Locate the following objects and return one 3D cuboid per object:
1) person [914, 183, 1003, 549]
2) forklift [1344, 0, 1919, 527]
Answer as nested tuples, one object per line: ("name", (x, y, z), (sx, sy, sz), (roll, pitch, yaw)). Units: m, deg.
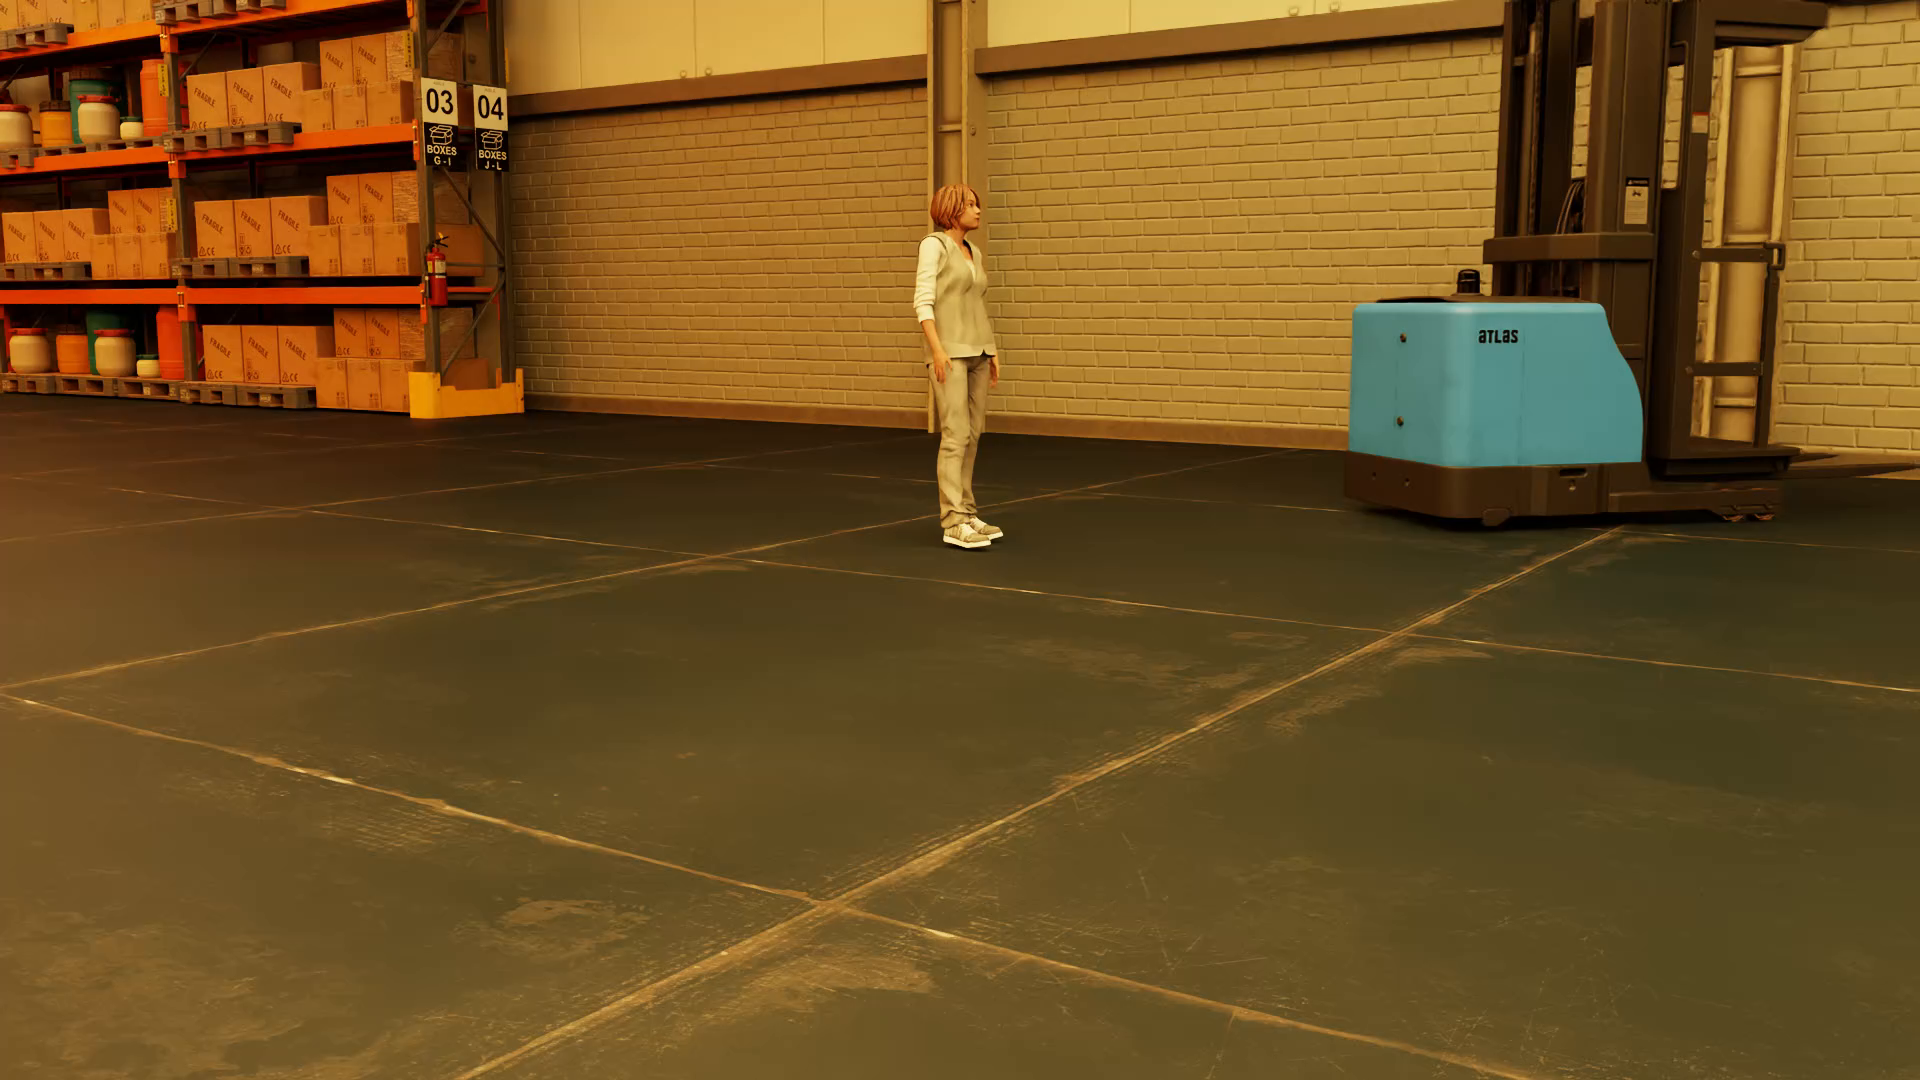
("person", (0.053, -0.790, 7.438), (0.475, 1.596, 0.521), (5, 10, 34))
("forklift", (3.583, -1.608, 8.501), (3.031, 2.935, 1.130), (-2, 8, -17))
